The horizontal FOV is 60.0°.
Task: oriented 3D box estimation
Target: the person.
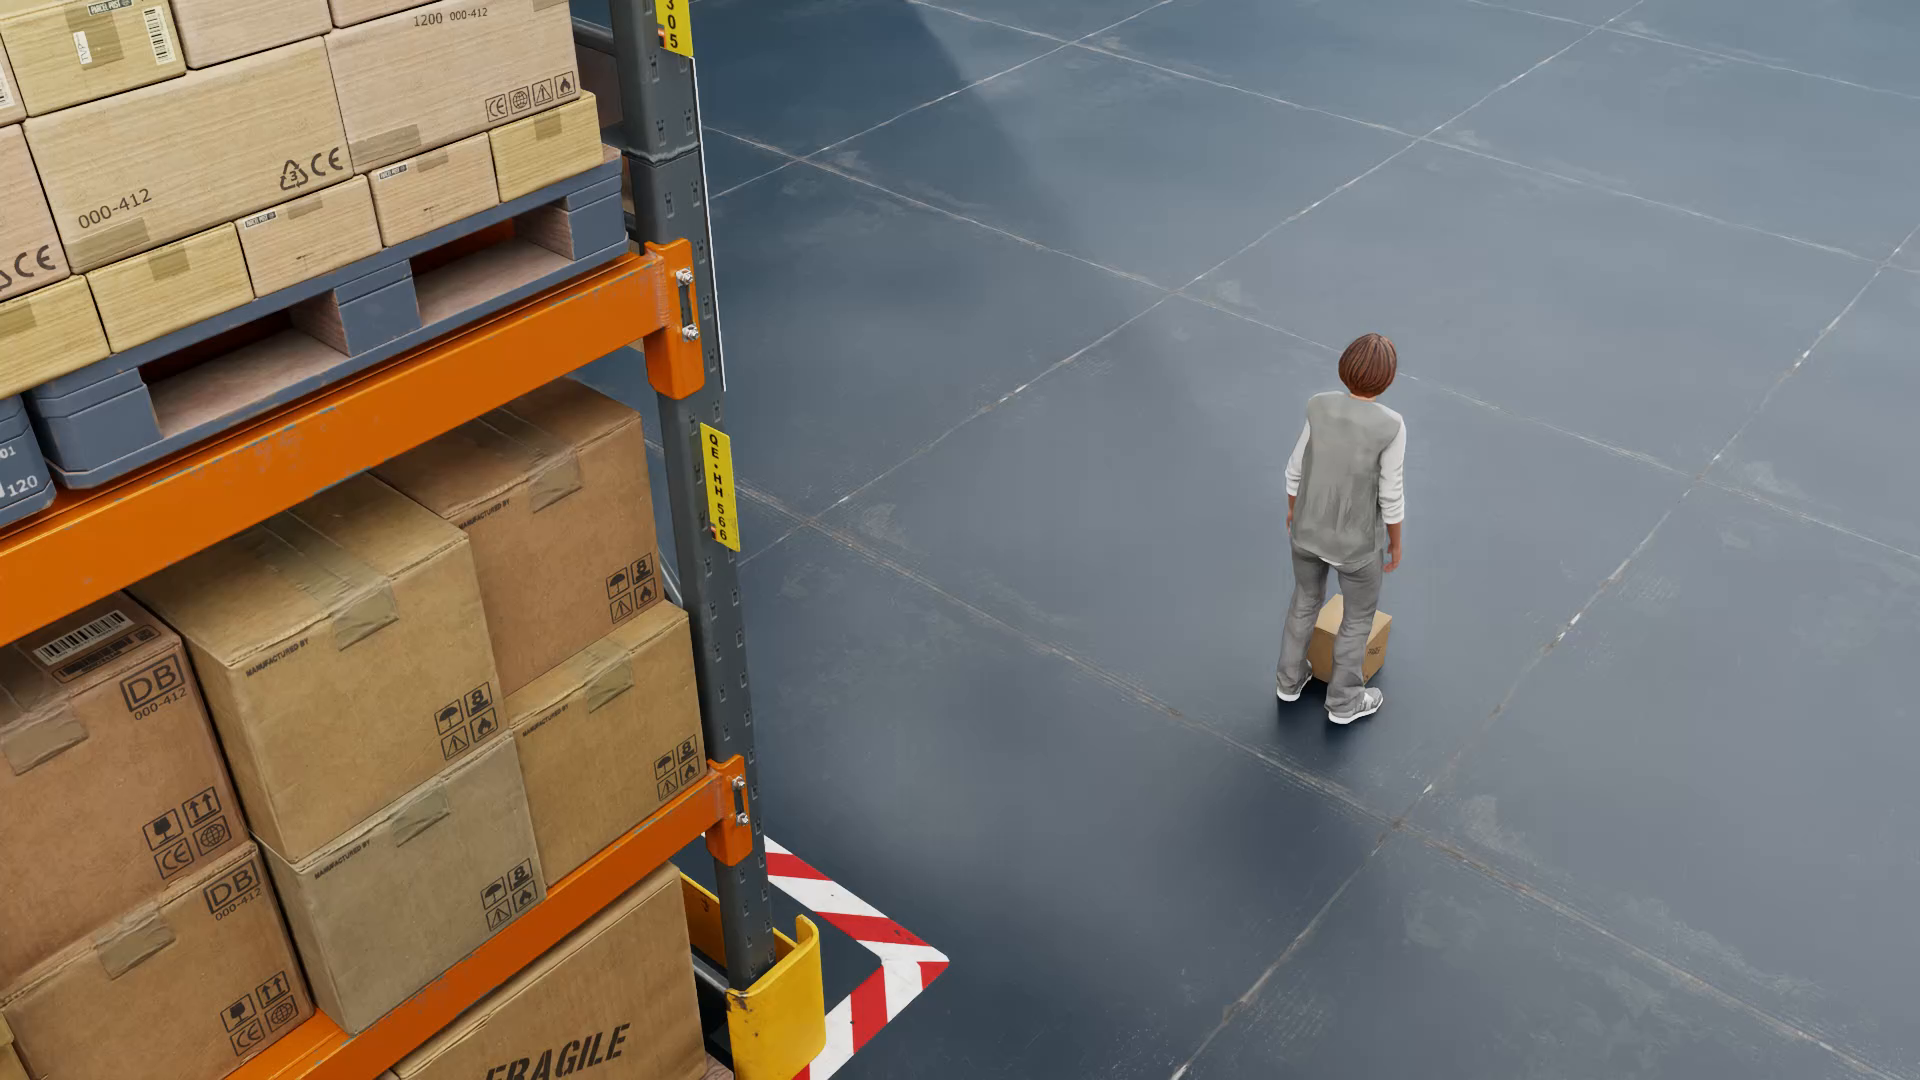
[{"bbox_3d":[1.415,-0.021,6.184,0.476,1.593,0.348,25,42,30],"label":"person"}]
